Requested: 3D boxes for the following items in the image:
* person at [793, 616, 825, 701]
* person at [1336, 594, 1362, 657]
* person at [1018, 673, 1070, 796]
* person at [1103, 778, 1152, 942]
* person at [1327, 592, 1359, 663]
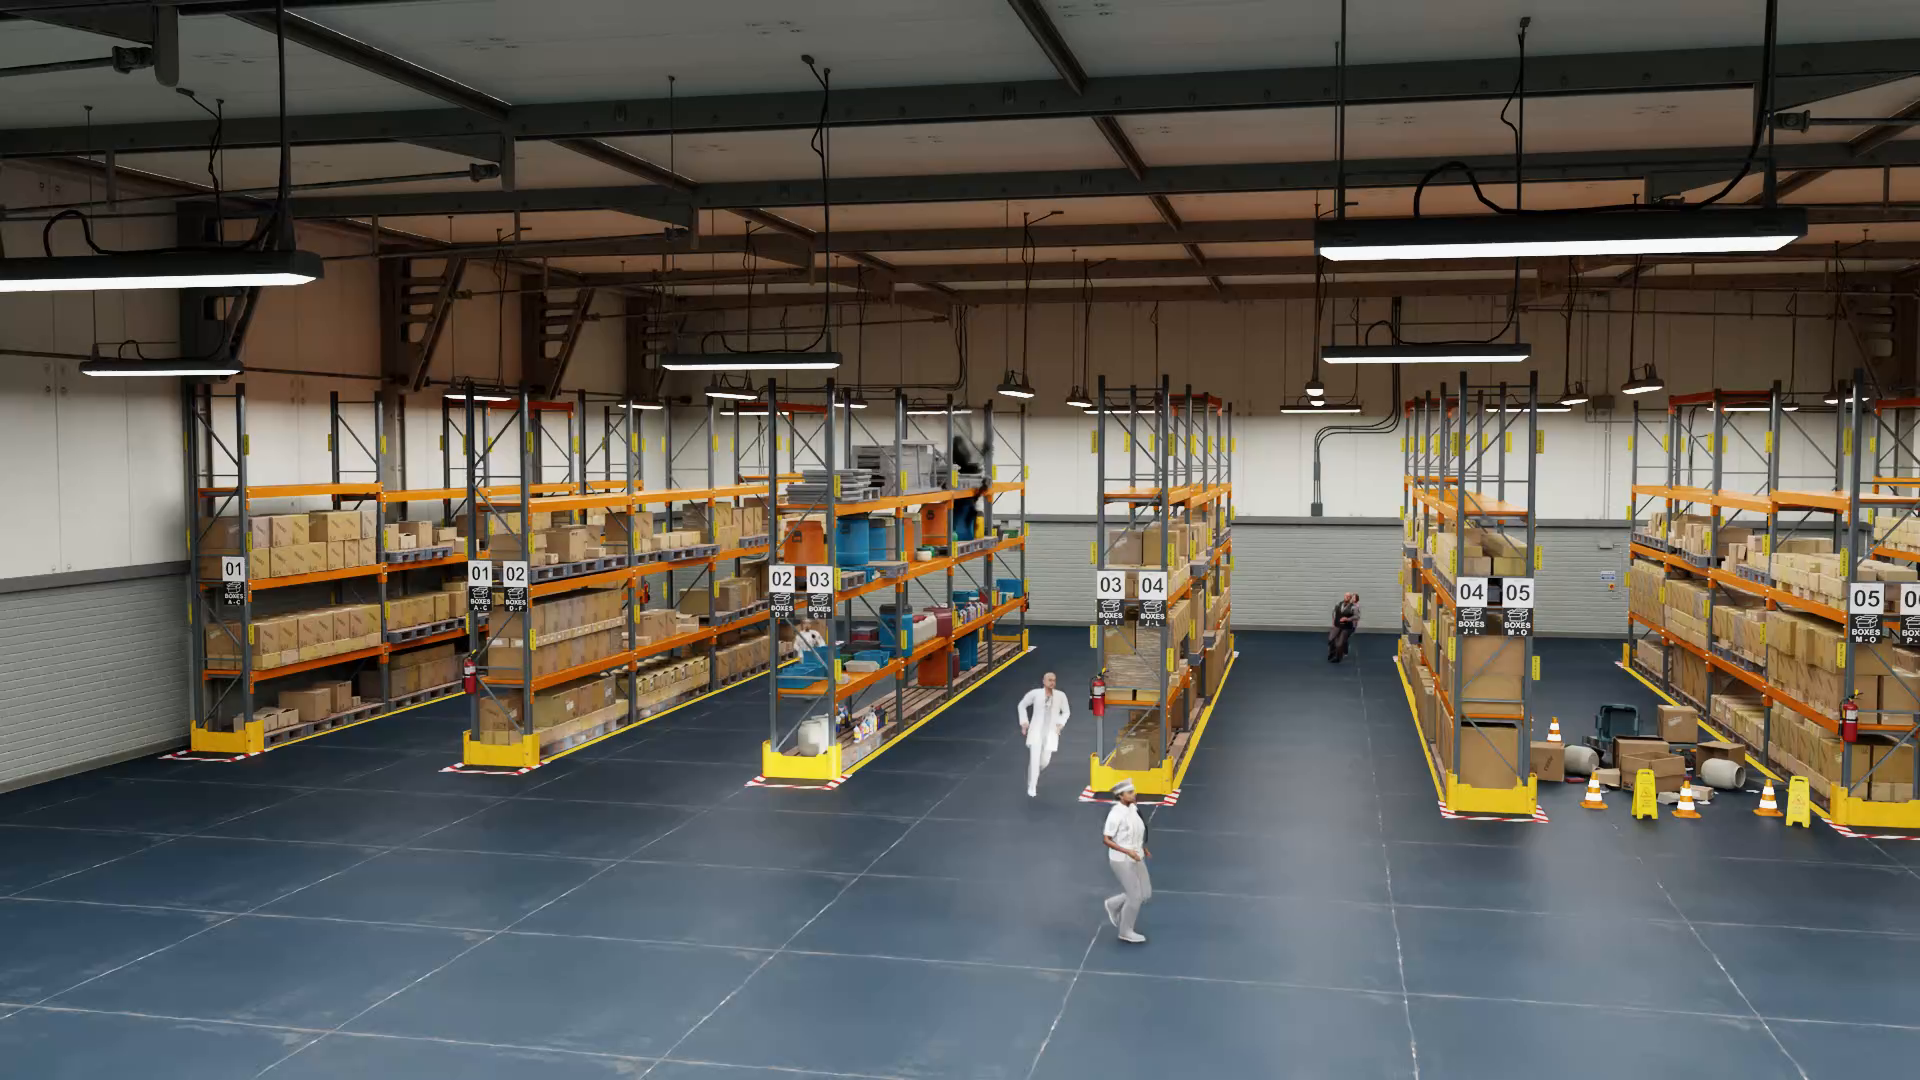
[{"bbox_3d":[-2.955,2.310,32.348,0.591,1.656,0.598,0,3,3],"label":"person"},{"bbox_3d":[9.104,2.014,39.047,0.456,1.517,0.612,-2,4,-33],"label":"person"},{"bbox_3d":[1.219,2.787,24.031,0.758,1.745,0.693,0,3,-5],"label":"person"},{"bbox_3d":[1.677,3.216,16.791,0.563,1.644,0.573,2,4,37],"label":"person"},{"bbox_3d":[8.742,2.005,37.999,0.742,1.643,0.601,2,4,35],"label":"person"}]
